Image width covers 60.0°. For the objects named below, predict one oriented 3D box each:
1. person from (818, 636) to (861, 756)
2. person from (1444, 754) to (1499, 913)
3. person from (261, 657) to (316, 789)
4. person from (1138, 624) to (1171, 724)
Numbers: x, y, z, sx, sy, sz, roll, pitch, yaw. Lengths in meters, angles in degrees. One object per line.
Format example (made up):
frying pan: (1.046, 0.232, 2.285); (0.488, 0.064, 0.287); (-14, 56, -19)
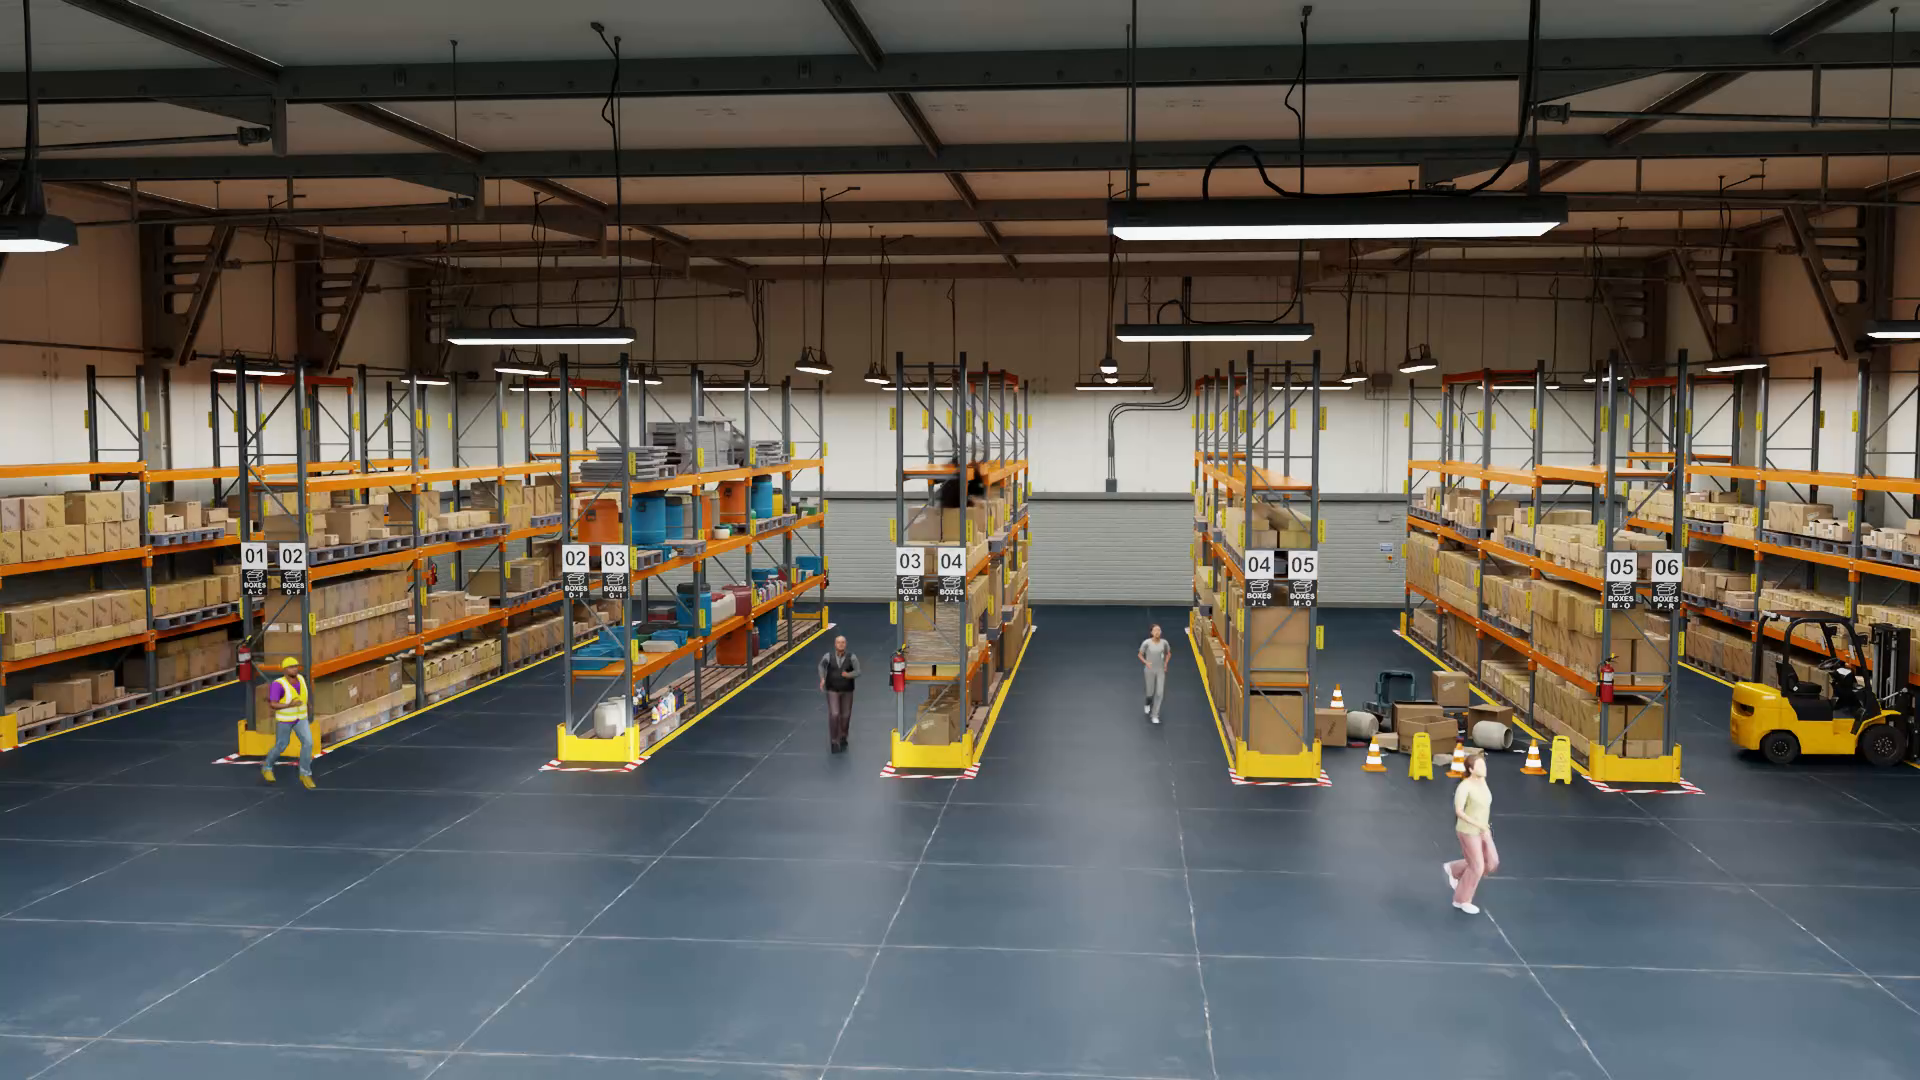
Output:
person: (-1.820, 2.341, 25.274); (0.629, 1.772, 0.769); (-1, 4, -9)
person: (5.237, 2.987, 17.033); (0.597, 1.631, 0.613); (-4, 5, -41)
person: (-9.215, 2.498, 22.860); (0.908, 1.812, 0.713); (3, 5, 35)
person: (3.257, 2.207, 27.733); (0.563, 1.643, 0.700); (0, 4, -6)
